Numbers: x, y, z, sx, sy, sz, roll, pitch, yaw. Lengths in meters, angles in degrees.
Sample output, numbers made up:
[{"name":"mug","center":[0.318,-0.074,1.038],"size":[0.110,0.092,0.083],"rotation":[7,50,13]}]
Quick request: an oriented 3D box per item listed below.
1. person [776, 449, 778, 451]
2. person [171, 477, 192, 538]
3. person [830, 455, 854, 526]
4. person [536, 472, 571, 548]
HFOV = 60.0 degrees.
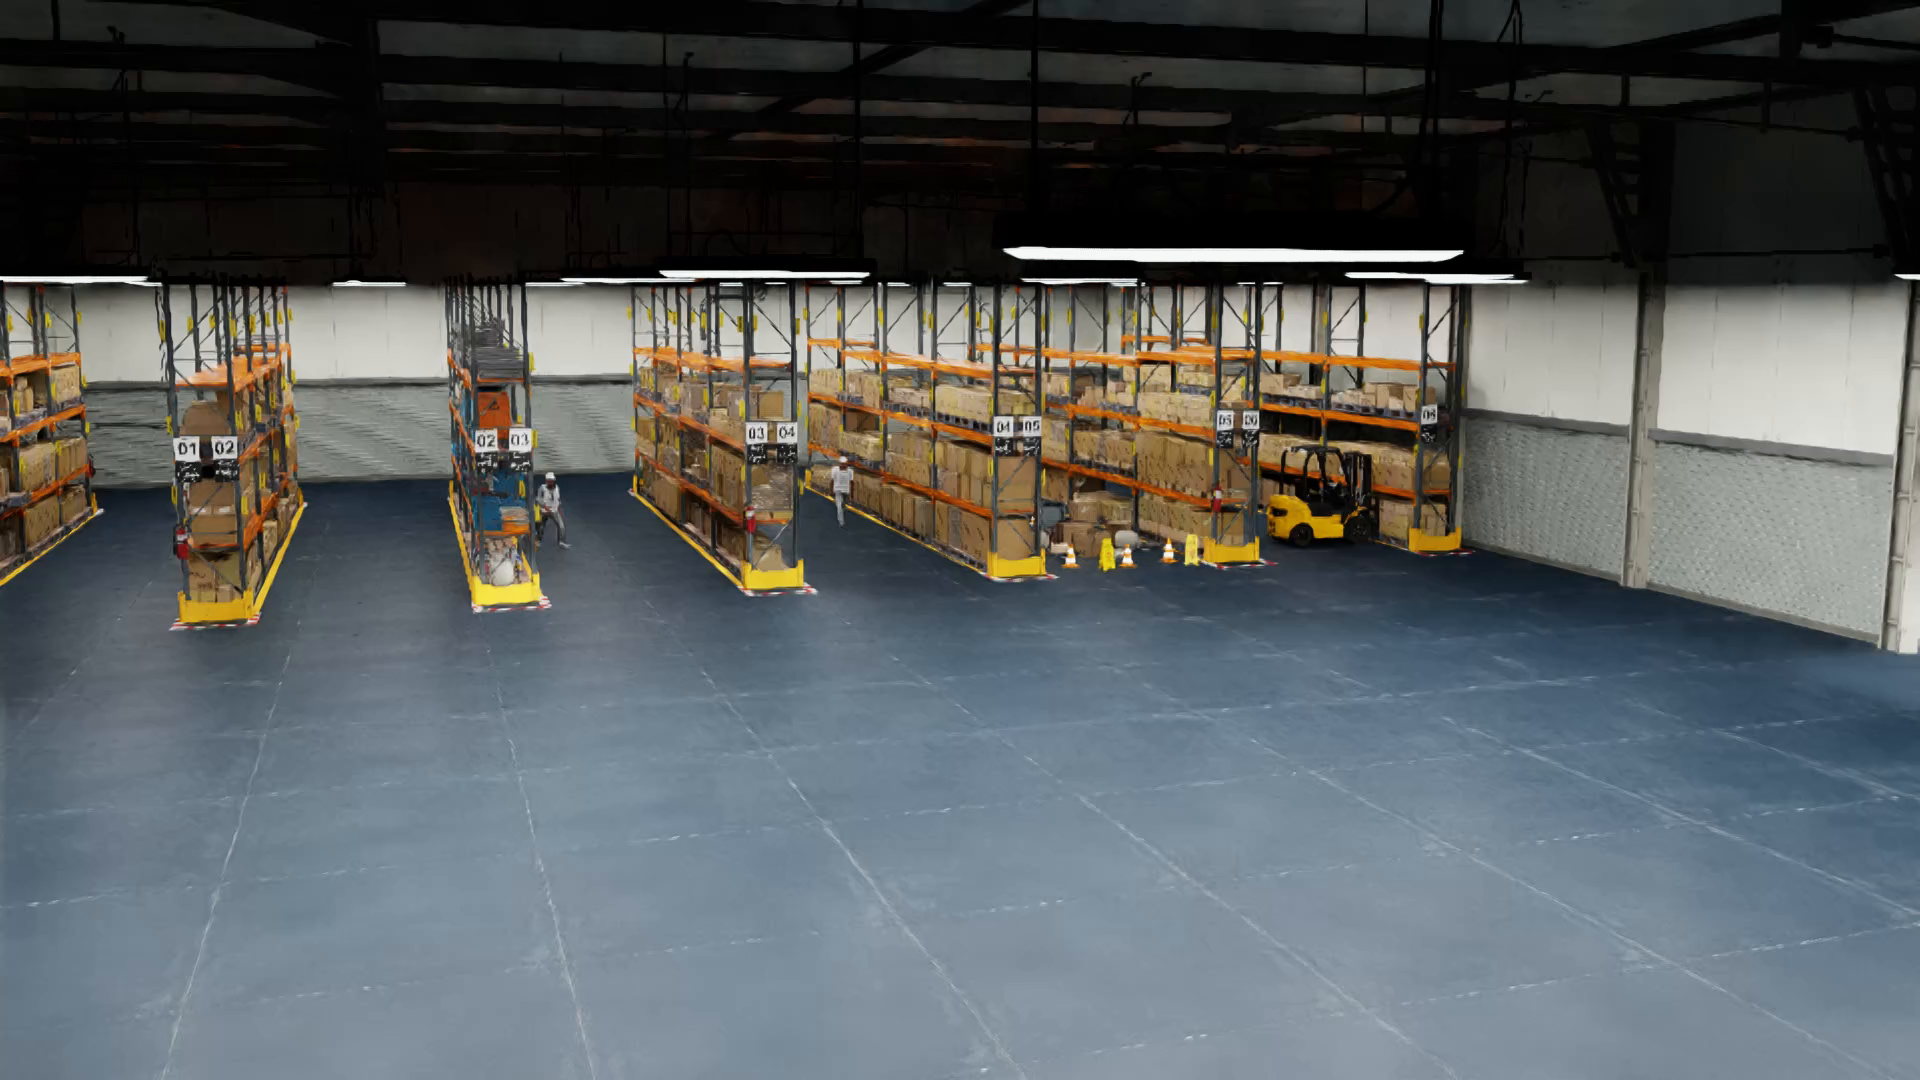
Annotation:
[{"name":"person","center":[-4.914,-2.011,46.016],"size":[0.495,1.577,1.086],"rotation":[-2,9,-16]},{"name":"person","center":[-17.922,-0.885,38.378],"size":[0.533,1.666,0.449],"rotation":[7,11,40]},{"name":"person","center":[-2.837,-1.219,40.436],"size":[0.577,1.687,1.115],"rotation":[-3,9,-20]},{"name":"person","center":[-9.082,-0.666,36.781],"size":[0.683,1.714,0.837],"rotation":[-6,10,-34]}]
